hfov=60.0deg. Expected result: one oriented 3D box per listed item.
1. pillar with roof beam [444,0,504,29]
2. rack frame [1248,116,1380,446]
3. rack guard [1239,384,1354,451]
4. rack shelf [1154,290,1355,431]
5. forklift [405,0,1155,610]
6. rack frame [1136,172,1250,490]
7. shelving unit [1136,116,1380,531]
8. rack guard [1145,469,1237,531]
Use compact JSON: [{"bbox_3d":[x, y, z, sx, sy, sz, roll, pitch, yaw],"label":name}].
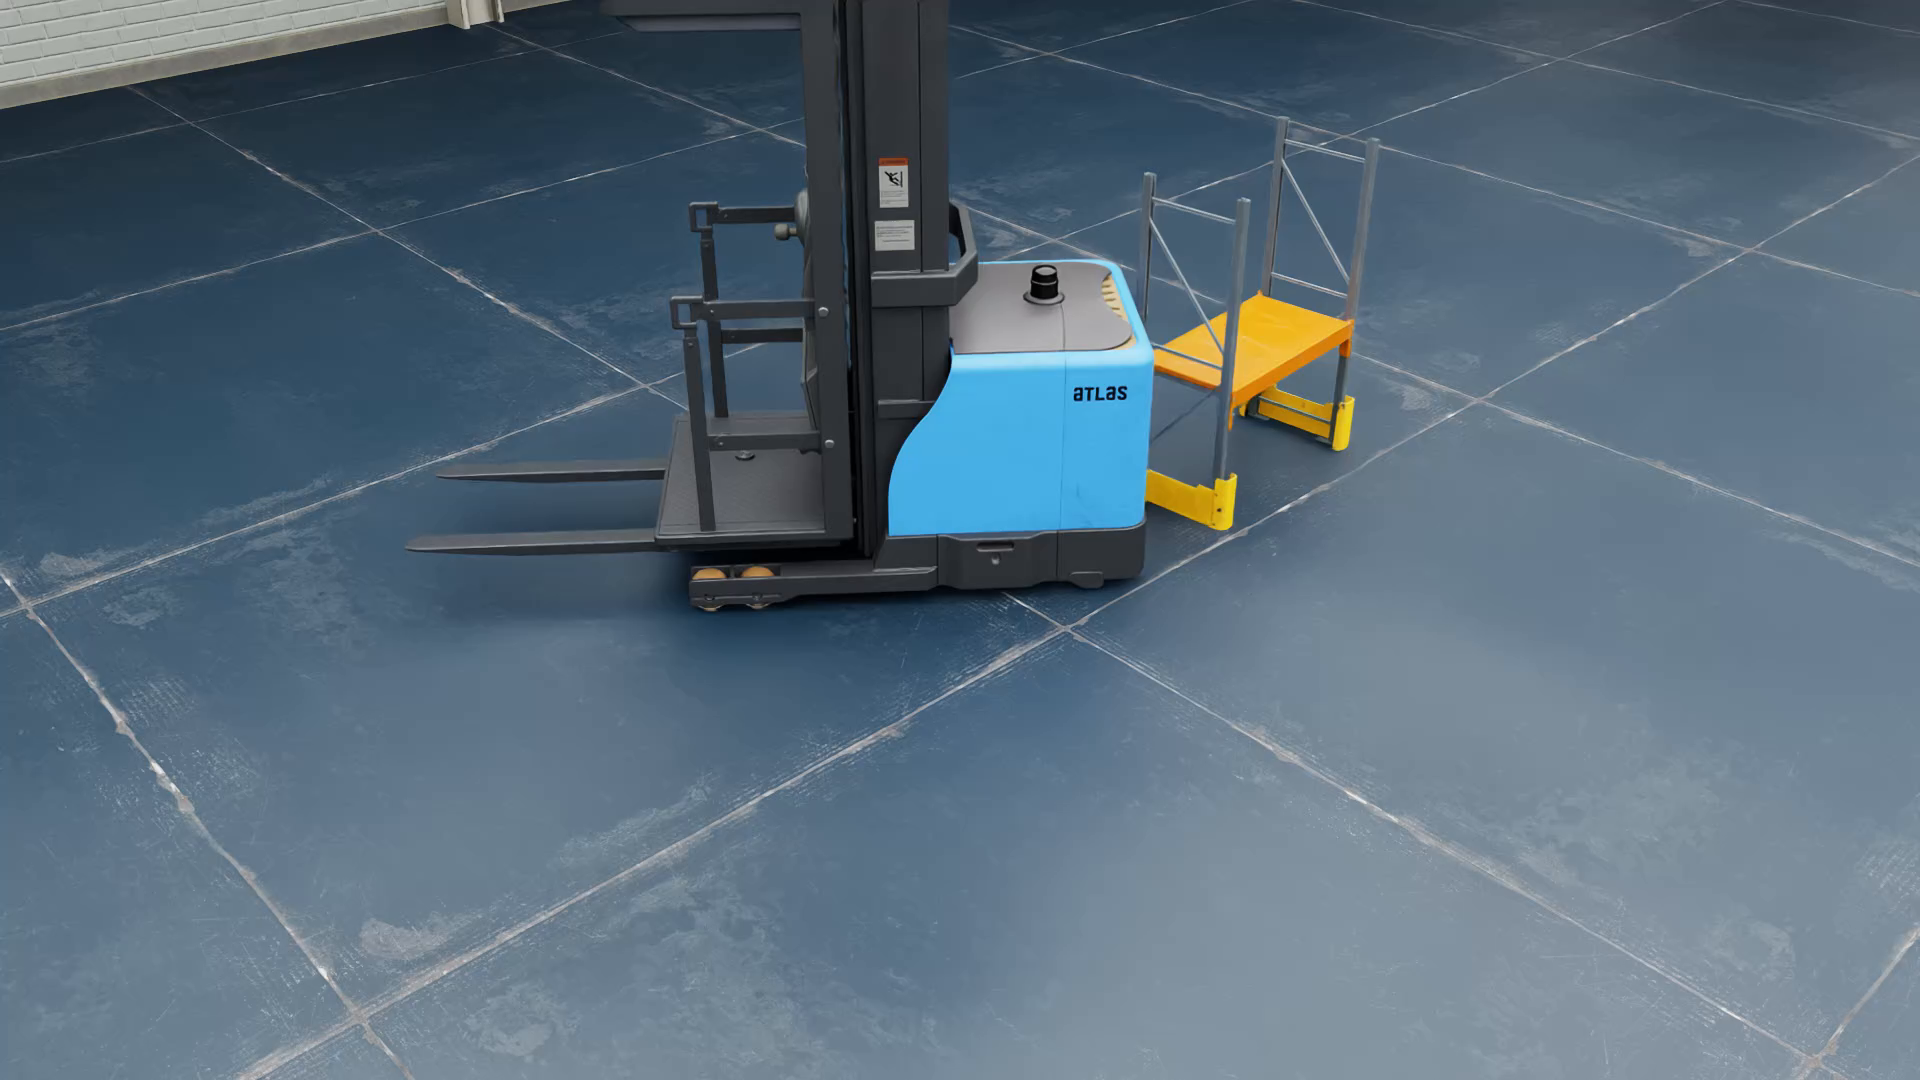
[{"bbox_3d":[-1.373,-6.797,9.739,0.400,9.000,9.100,-26,40,-35],"label":"pillar with roof beam"},{"bbox_3d":[1.627,-1.181,7.743,0.500,1.500,0.032,25,39,35],"label":"rack frame"},{"bbox_3d":[1.626,-0.647,8.068,0.587,0.250,0.087,25,39,35],"label":"rack guard"},{"bbox_3d":[1.289,-0.829,7.513,0.538,0.185,1.000,25,39,35],"label":"rack shelf"},{"bbox_3d":[-0.773,-1.252,6.488,3.031,2.935,1.130,-2,32,-3],"label":"forklift"},{"bbox_3d":[0.952,-0.784,7.094,0.500,1.500,0.032,25,39,35],"label":"rack frame"},{"bbox_3d":[1.295,-0.986,7.425,0.587,1.500,1.083,25,39,35],"label":"shelving unit"},{"bbox_3d":[0.964,-0.258,7.433,0.587,0.250,0.087,25,39,35],"label":"rack guard"}]
